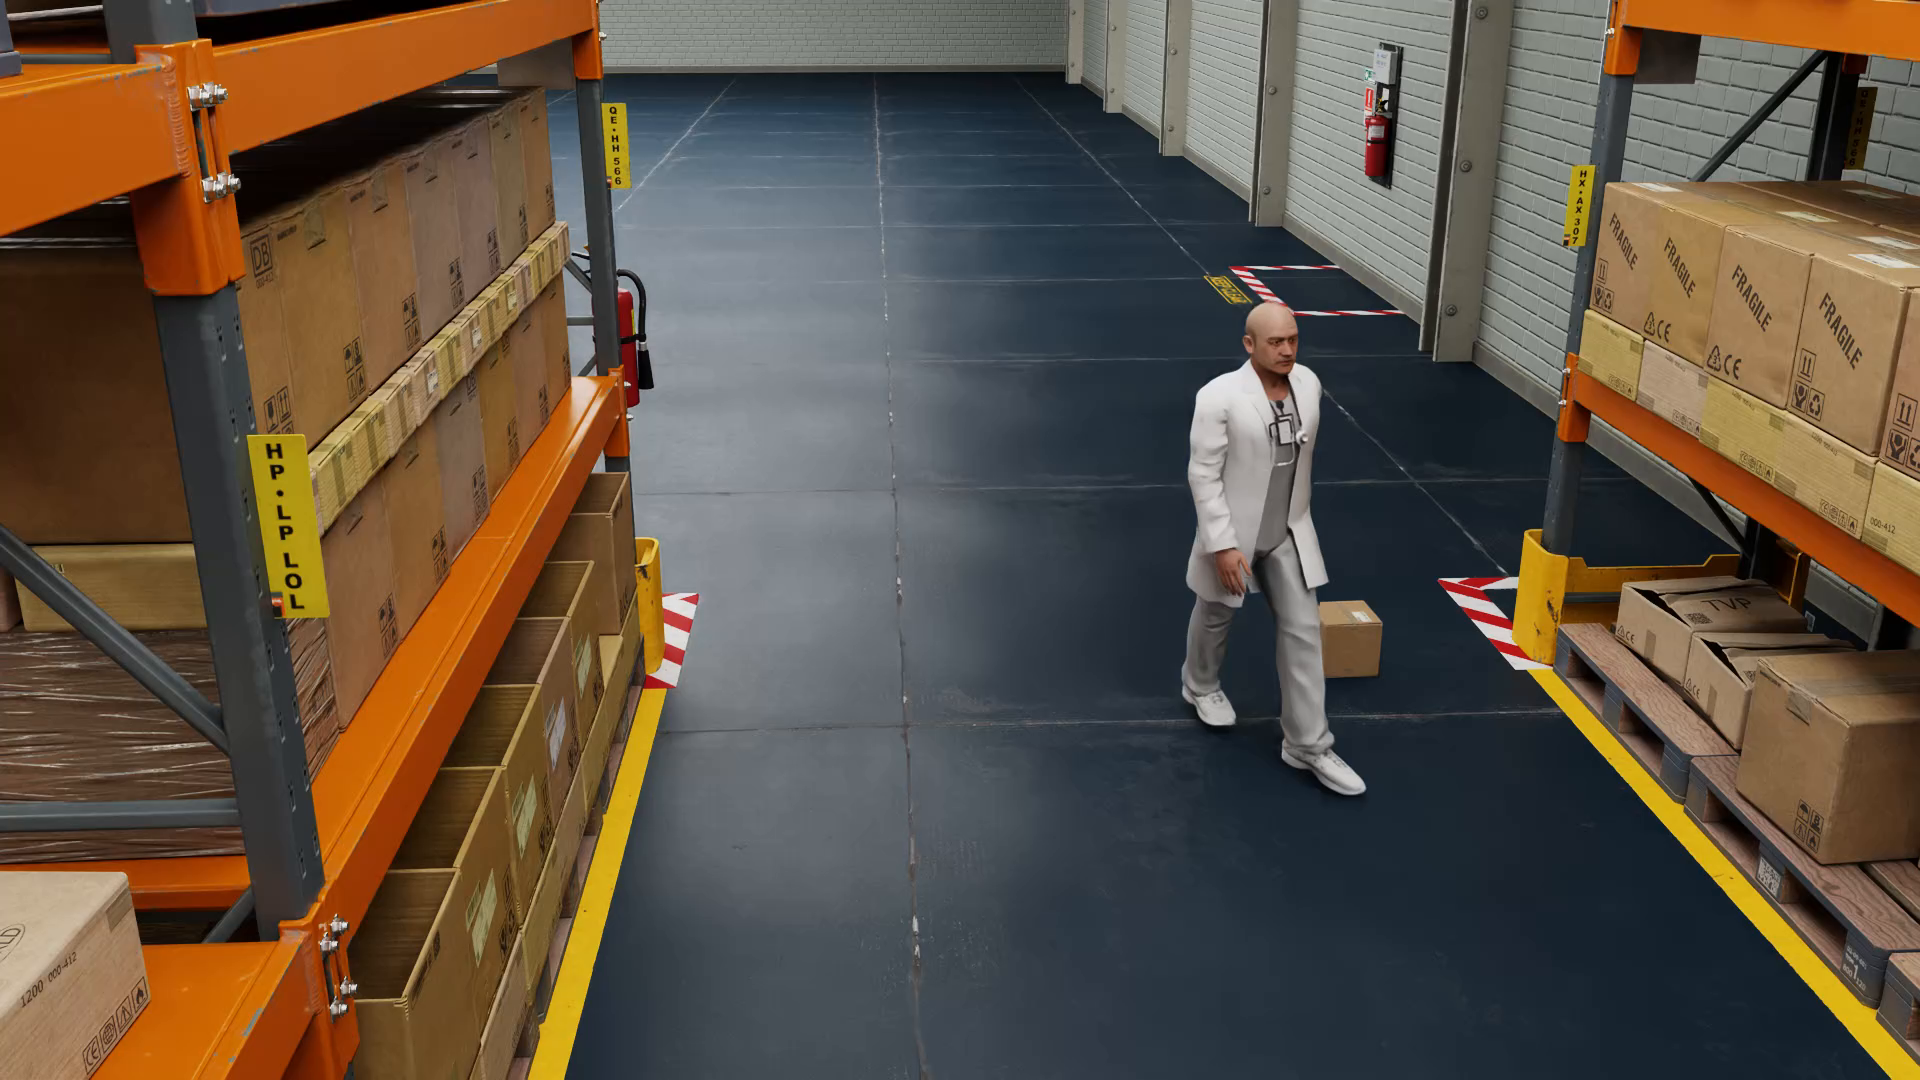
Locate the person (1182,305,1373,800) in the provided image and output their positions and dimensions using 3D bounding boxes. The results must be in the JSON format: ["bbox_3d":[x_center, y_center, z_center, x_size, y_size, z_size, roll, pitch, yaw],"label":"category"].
[{"bbox_3d":[1.107,-0.005,6.075,0.579,1.722,1.043,-6,21,-16],"label":"person"}]
